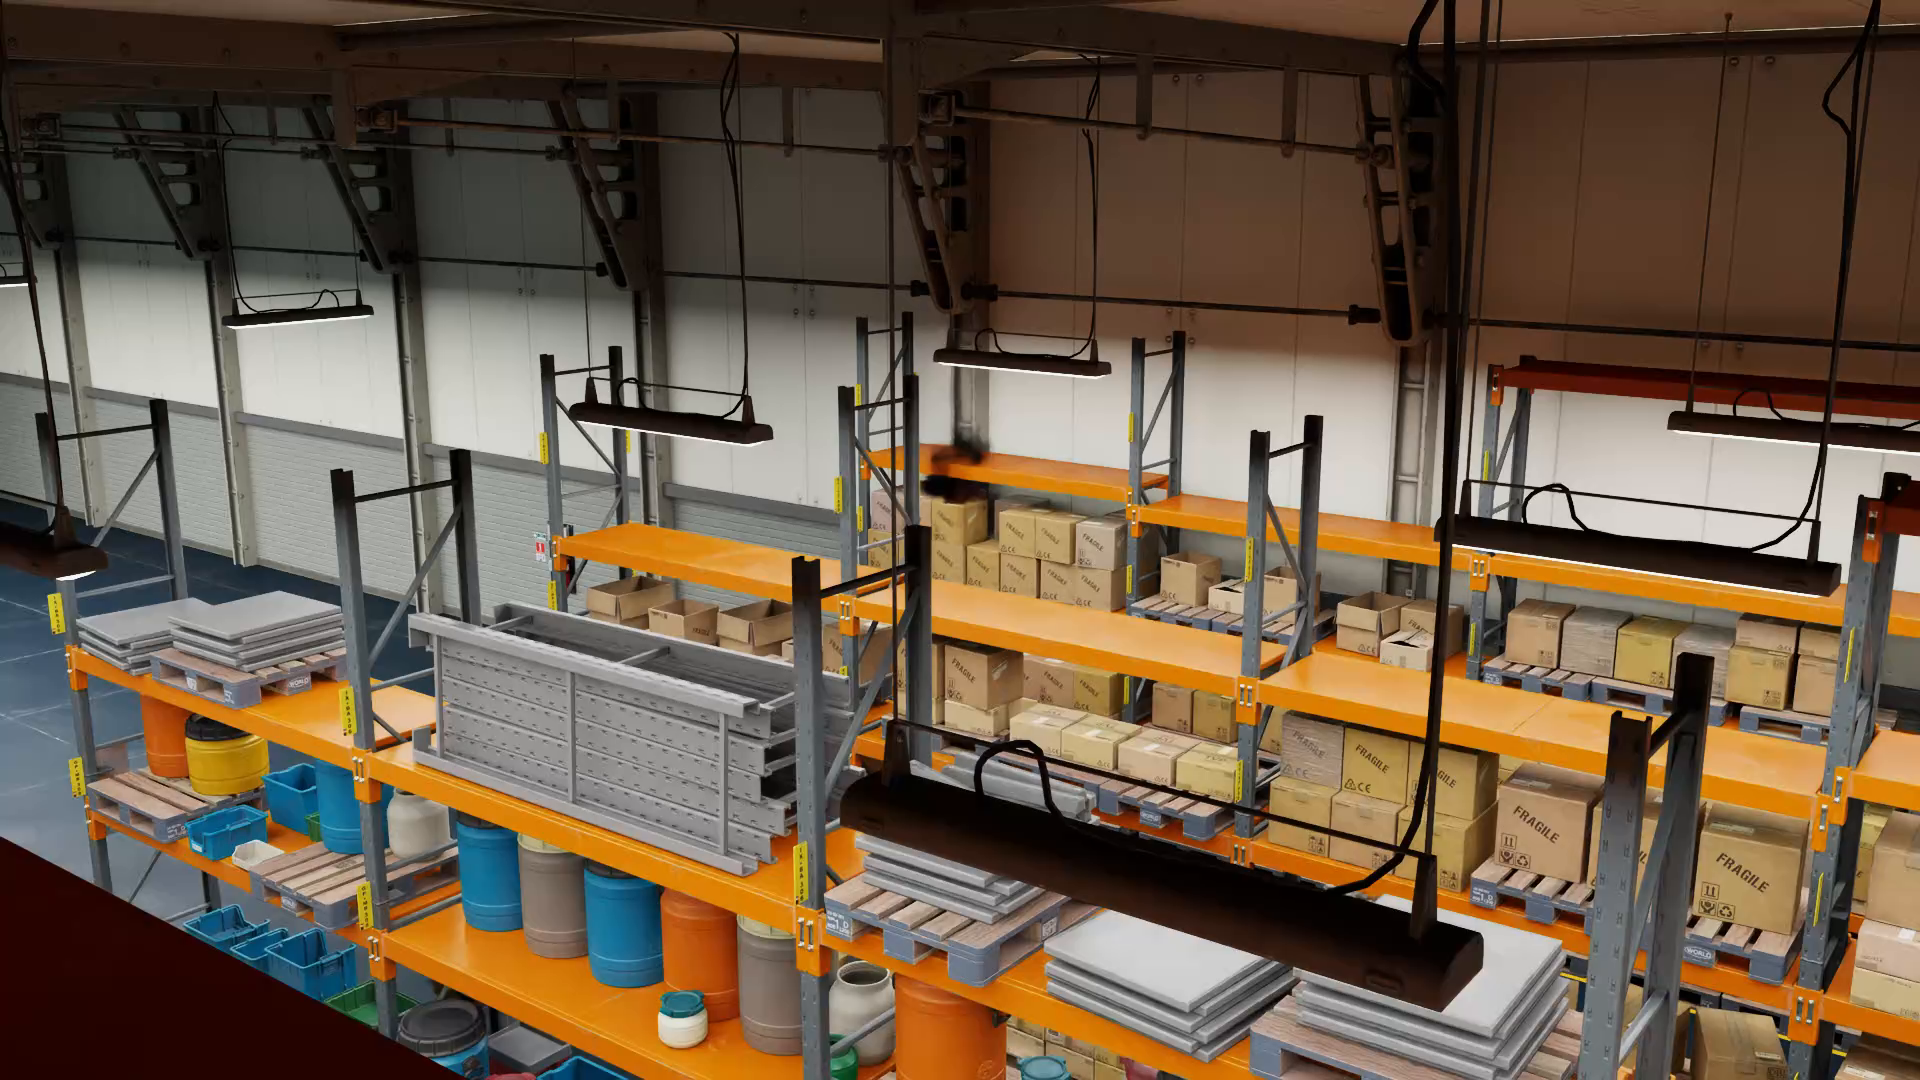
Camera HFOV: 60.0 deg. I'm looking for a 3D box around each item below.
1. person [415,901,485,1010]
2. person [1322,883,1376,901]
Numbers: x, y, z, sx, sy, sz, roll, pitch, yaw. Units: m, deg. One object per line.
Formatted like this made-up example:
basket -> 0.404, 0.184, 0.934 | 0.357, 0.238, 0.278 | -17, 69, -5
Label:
person -> -4.716, 3.744, 15.248 | 0.628, 1.733, 0.703 | 6, 14, 23
person -> 3.427, 3.701, 15.323 | 0.772, 1.828, 0.650 | 9, 16, 34
